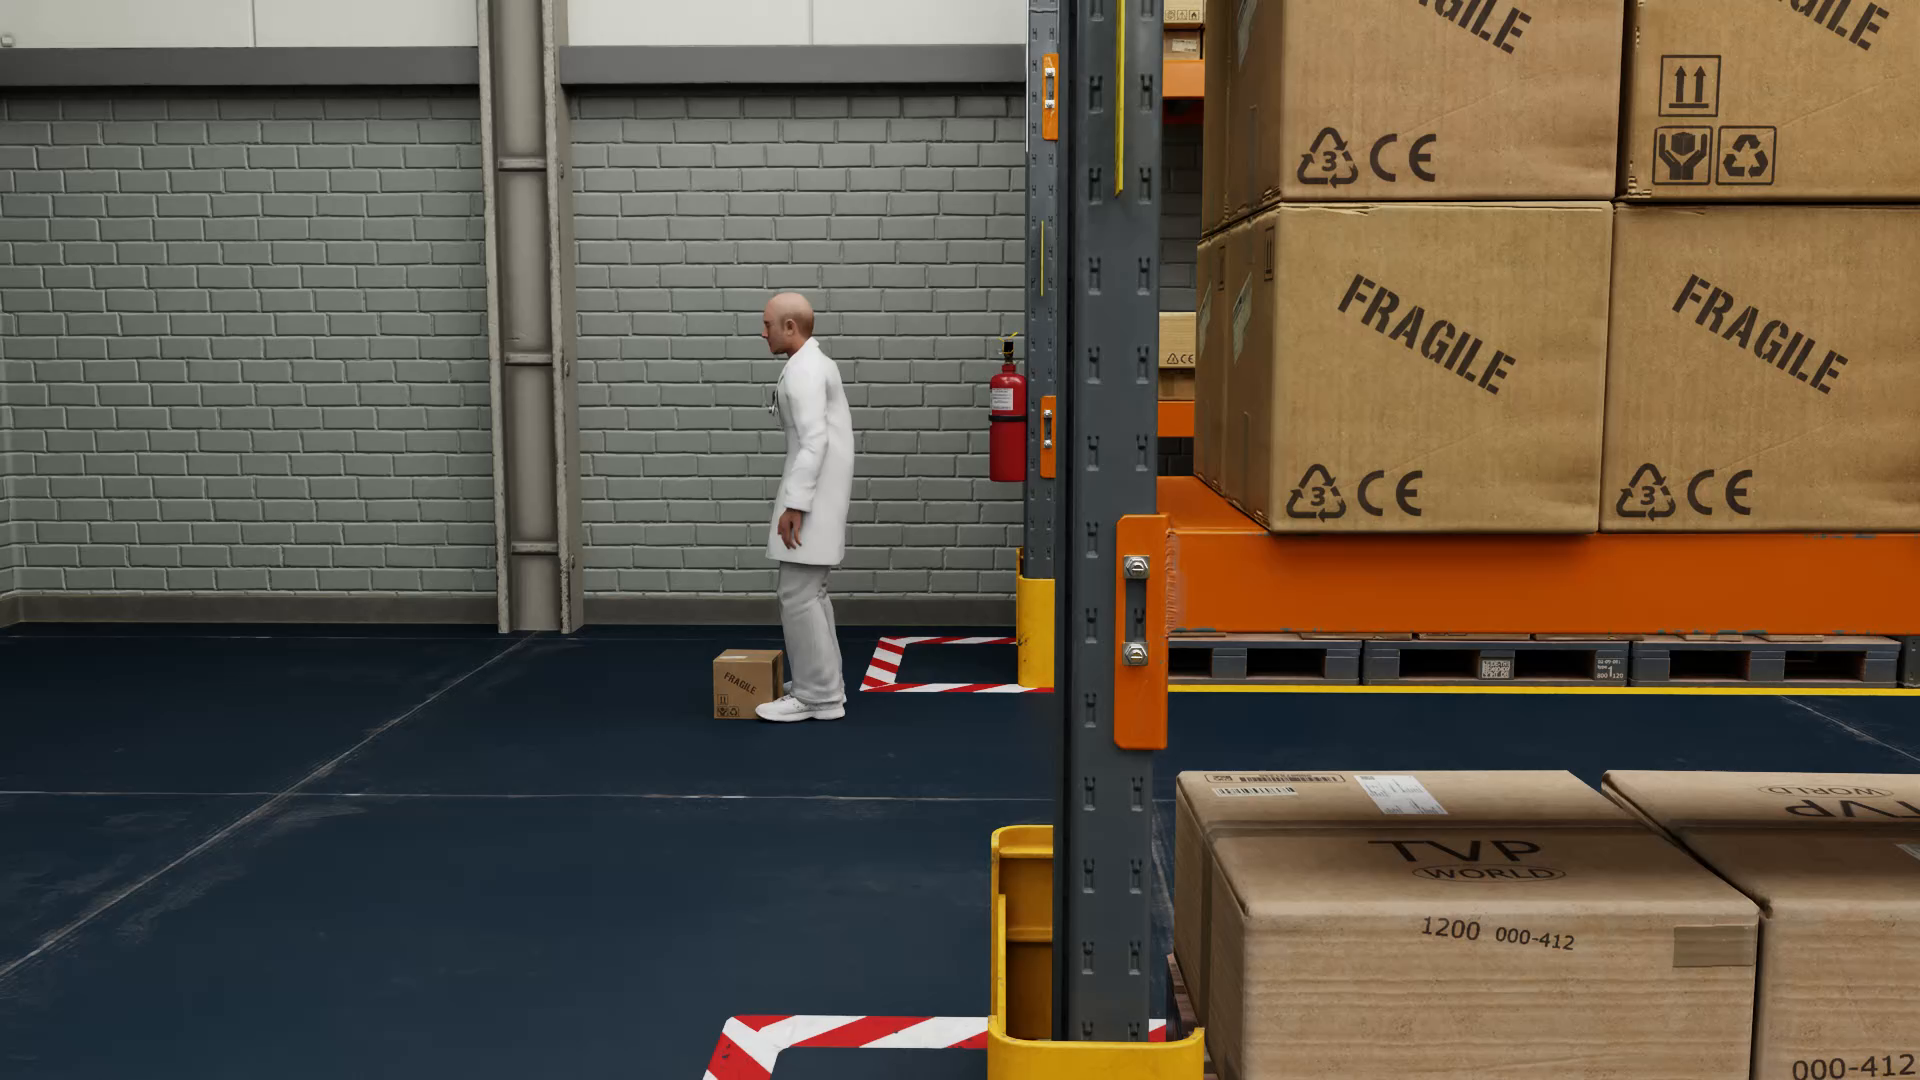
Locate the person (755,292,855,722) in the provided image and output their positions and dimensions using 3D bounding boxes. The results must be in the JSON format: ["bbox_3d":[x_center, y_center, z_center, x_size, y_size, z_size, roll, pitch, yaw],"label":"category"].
[{"bbox_3d":[-0.650,-0.143,6.977,0.412,1.774,0.652,0,7,0],"label":"person"}]
